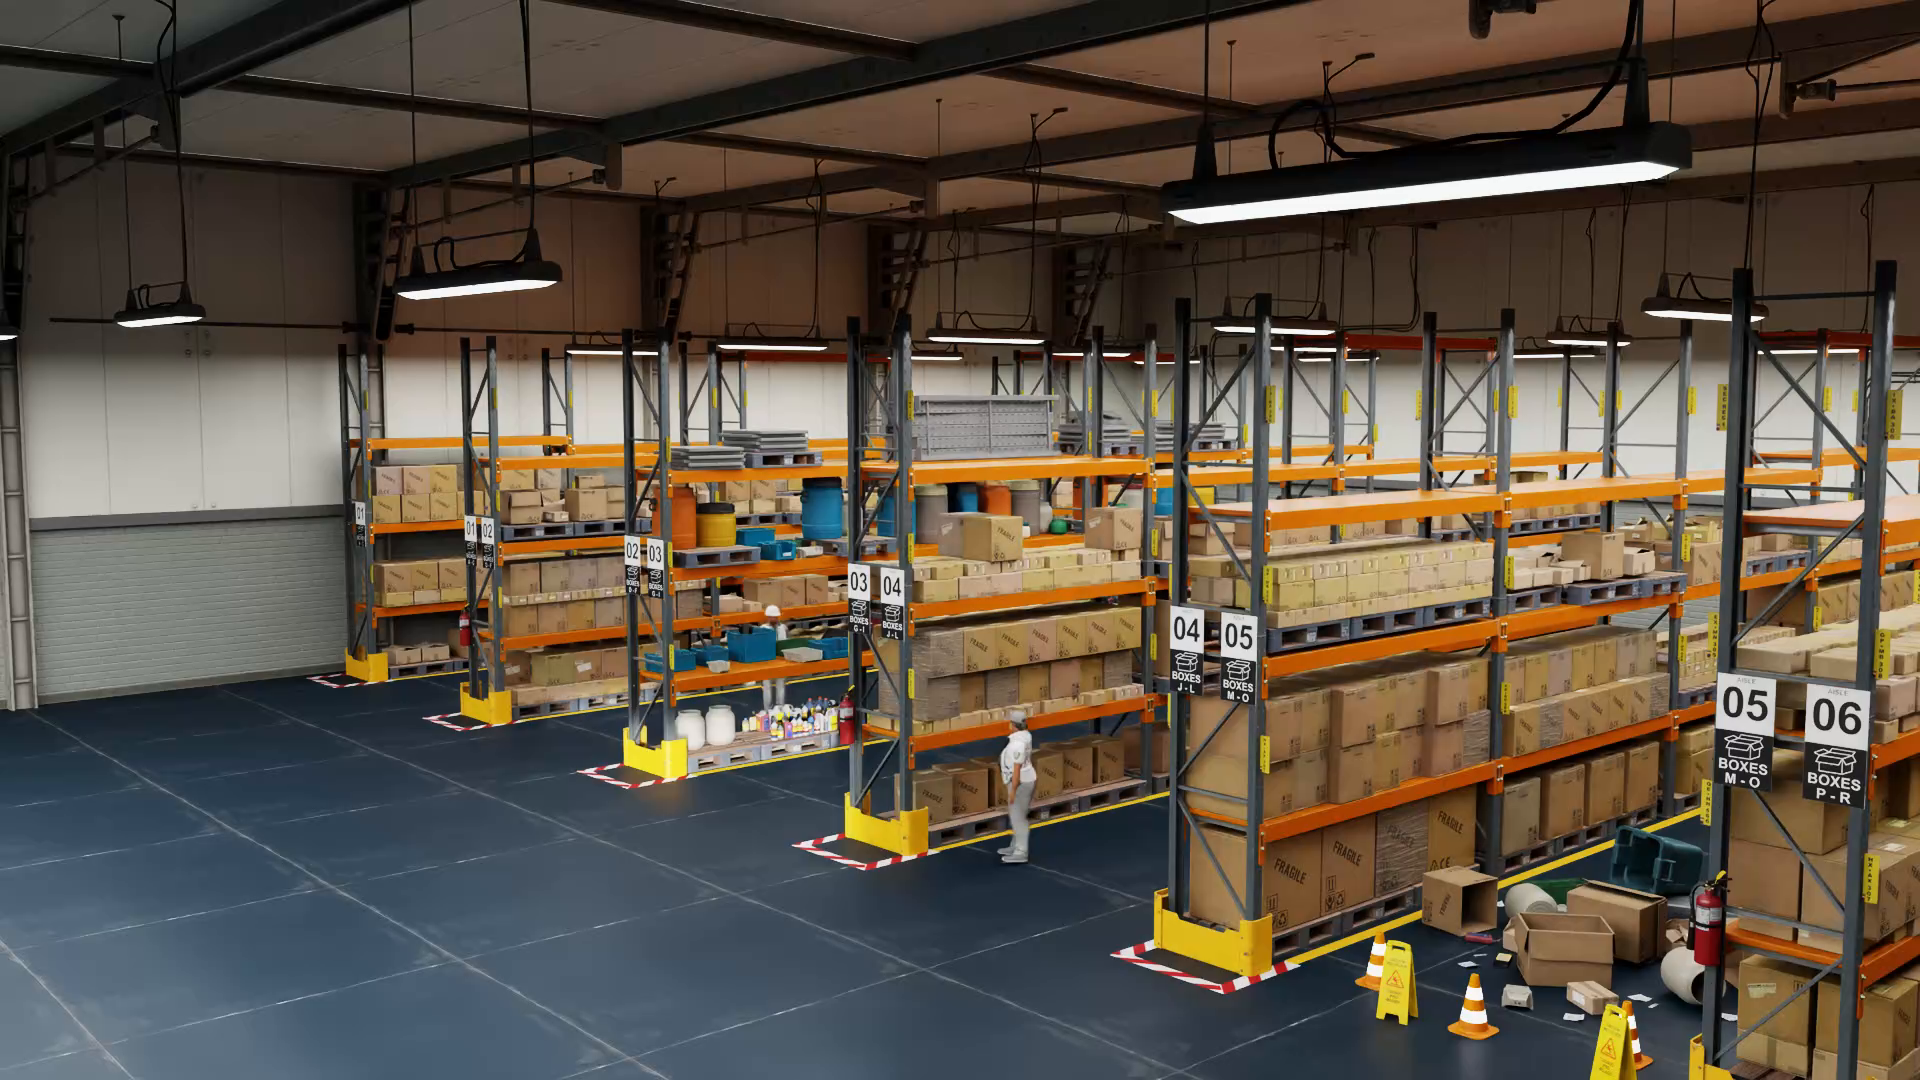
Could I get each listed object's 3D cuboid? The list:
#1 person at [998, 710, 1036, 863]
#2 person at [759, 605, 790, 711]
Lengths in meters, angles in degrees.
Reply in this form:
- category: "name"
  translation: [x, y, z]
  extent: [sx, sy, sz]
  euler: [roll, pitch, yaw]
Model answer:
- category: "person"
  translation: [0.615, 2.690, 18.283]
  extent: [0.423, 1.664, 0.536]
  euler: [0, 5, 5]
- category: "person"
  translation: [-2.933, 1.915, 26.210]
  extent: [0.566, 1.791, 0.405]
  euler: [-2, 6, -23]
